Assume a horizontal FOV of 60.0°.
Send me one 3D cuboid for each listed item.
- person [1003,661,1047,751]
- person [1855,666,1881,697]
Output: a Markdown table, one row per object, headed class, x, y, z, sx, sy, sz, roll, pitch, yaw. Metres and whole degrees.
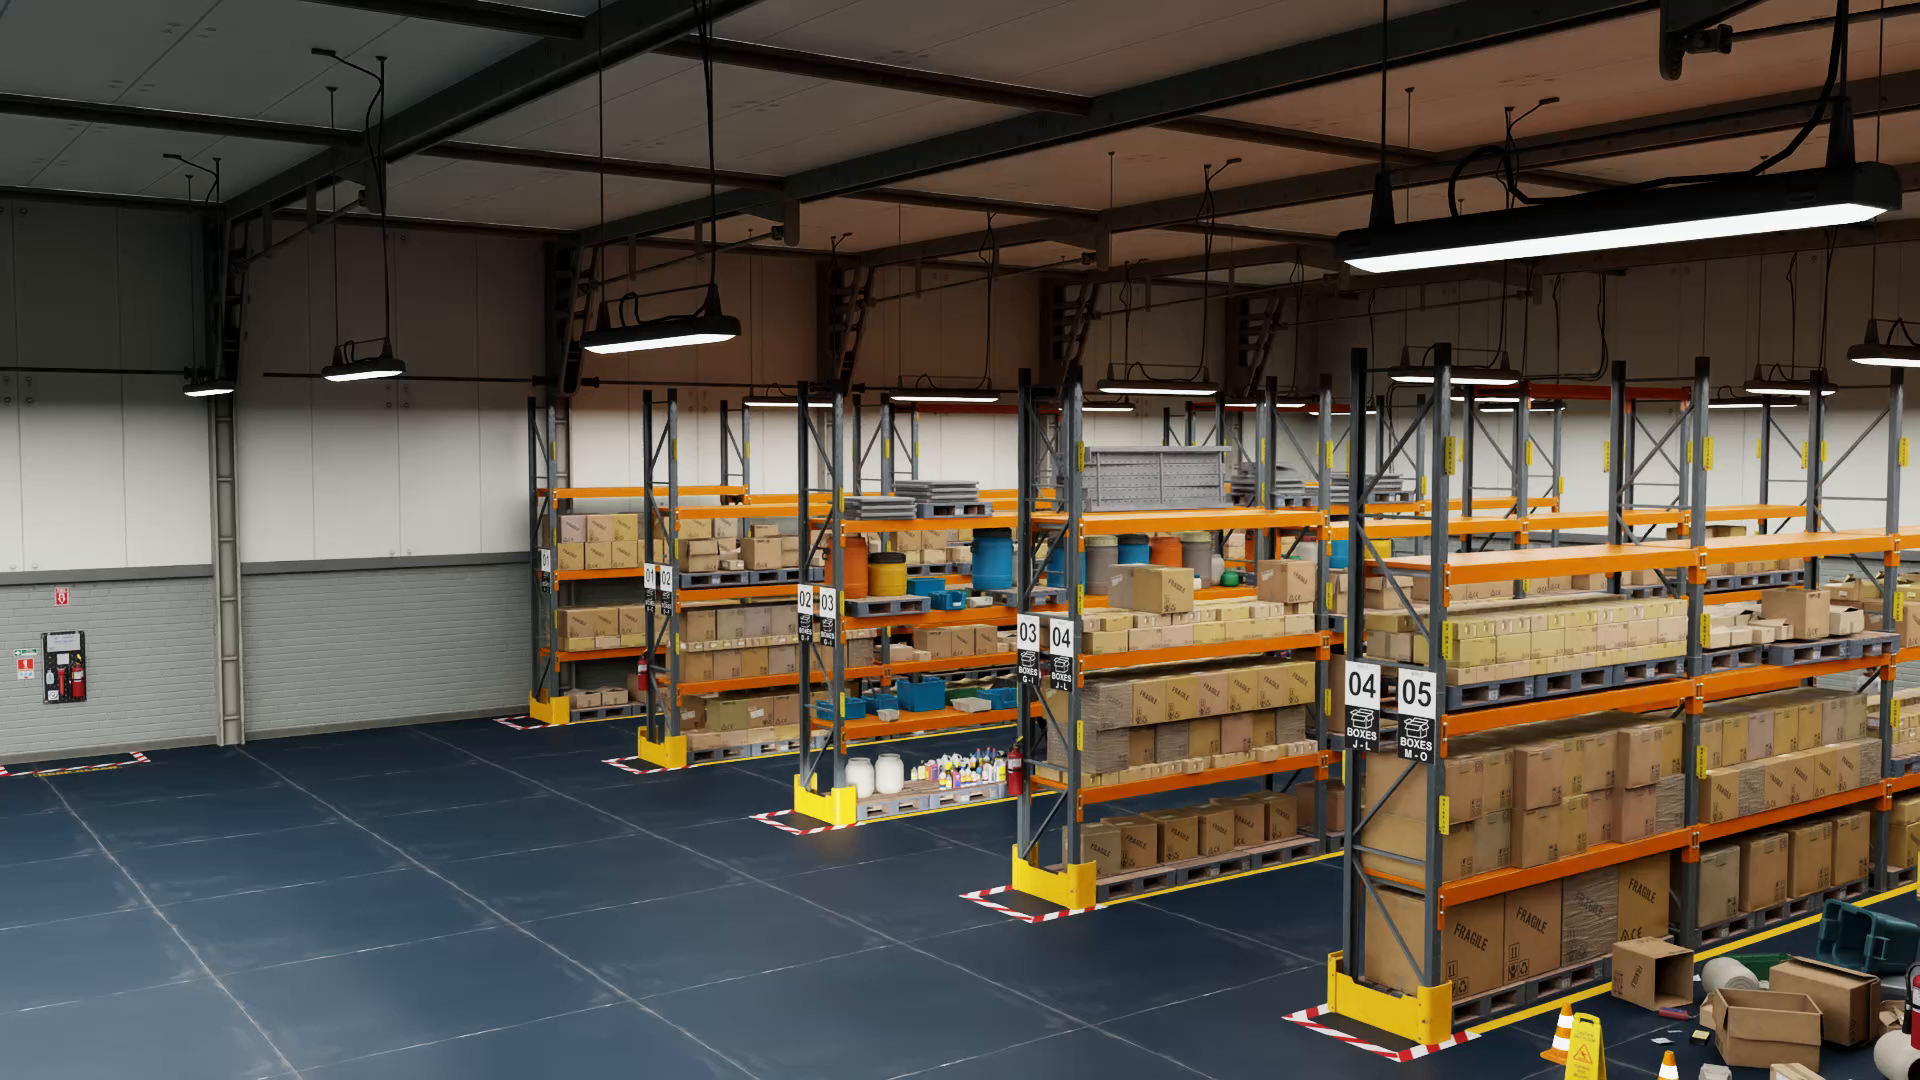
| class | x | y | z | sx | sy | sz | roll | pitch | yaw |
| --- | --- | --- | --- | --- | --- | --- | --- | --- | --- |
| person | 1.183 | 2.714 | 27.593 | 0.940 | 1.600 | 0.476 | -2 | 4 | -30 |
| person | 14.654 | 2.756 | 26.745 | 0.529 | 1.669 | 0.502 | -3 | 4 | -37 |
